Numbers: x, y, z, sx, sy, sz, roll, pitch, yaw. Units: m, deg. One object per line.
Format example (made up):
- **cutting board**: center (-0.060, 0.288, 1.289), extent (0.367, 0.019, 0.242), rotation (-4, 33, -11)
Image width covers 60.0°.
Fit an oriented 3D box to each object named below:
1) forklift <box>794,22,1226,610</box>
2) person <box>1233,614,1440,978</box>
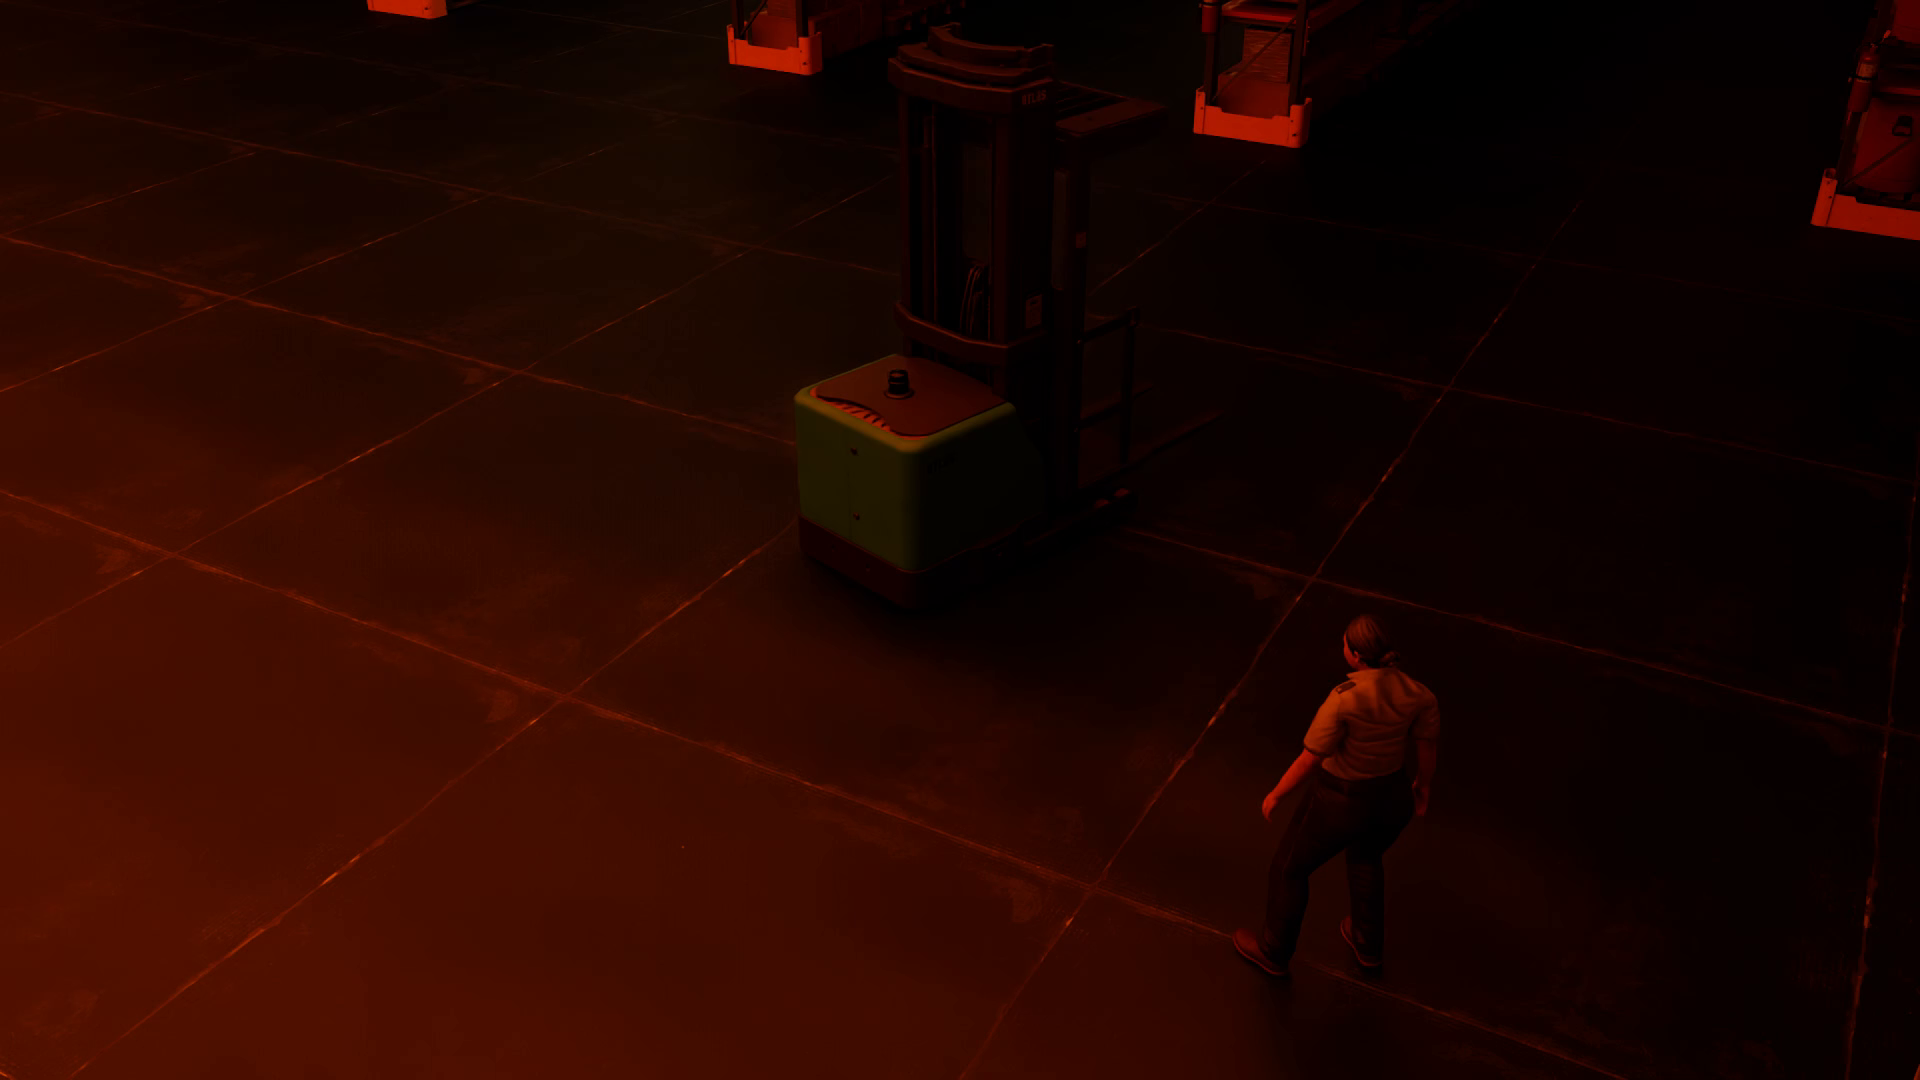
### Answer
- **forklift**: center (0.455, -1.517, 9.699), extent (3.031, 2.935, 1.130), rotation (-26, 39, -37)
- **person**: center (1.542, 1.017, 6.617), extent (0.722, 1.627, 0.398), rotation (-11, 32, -18)
